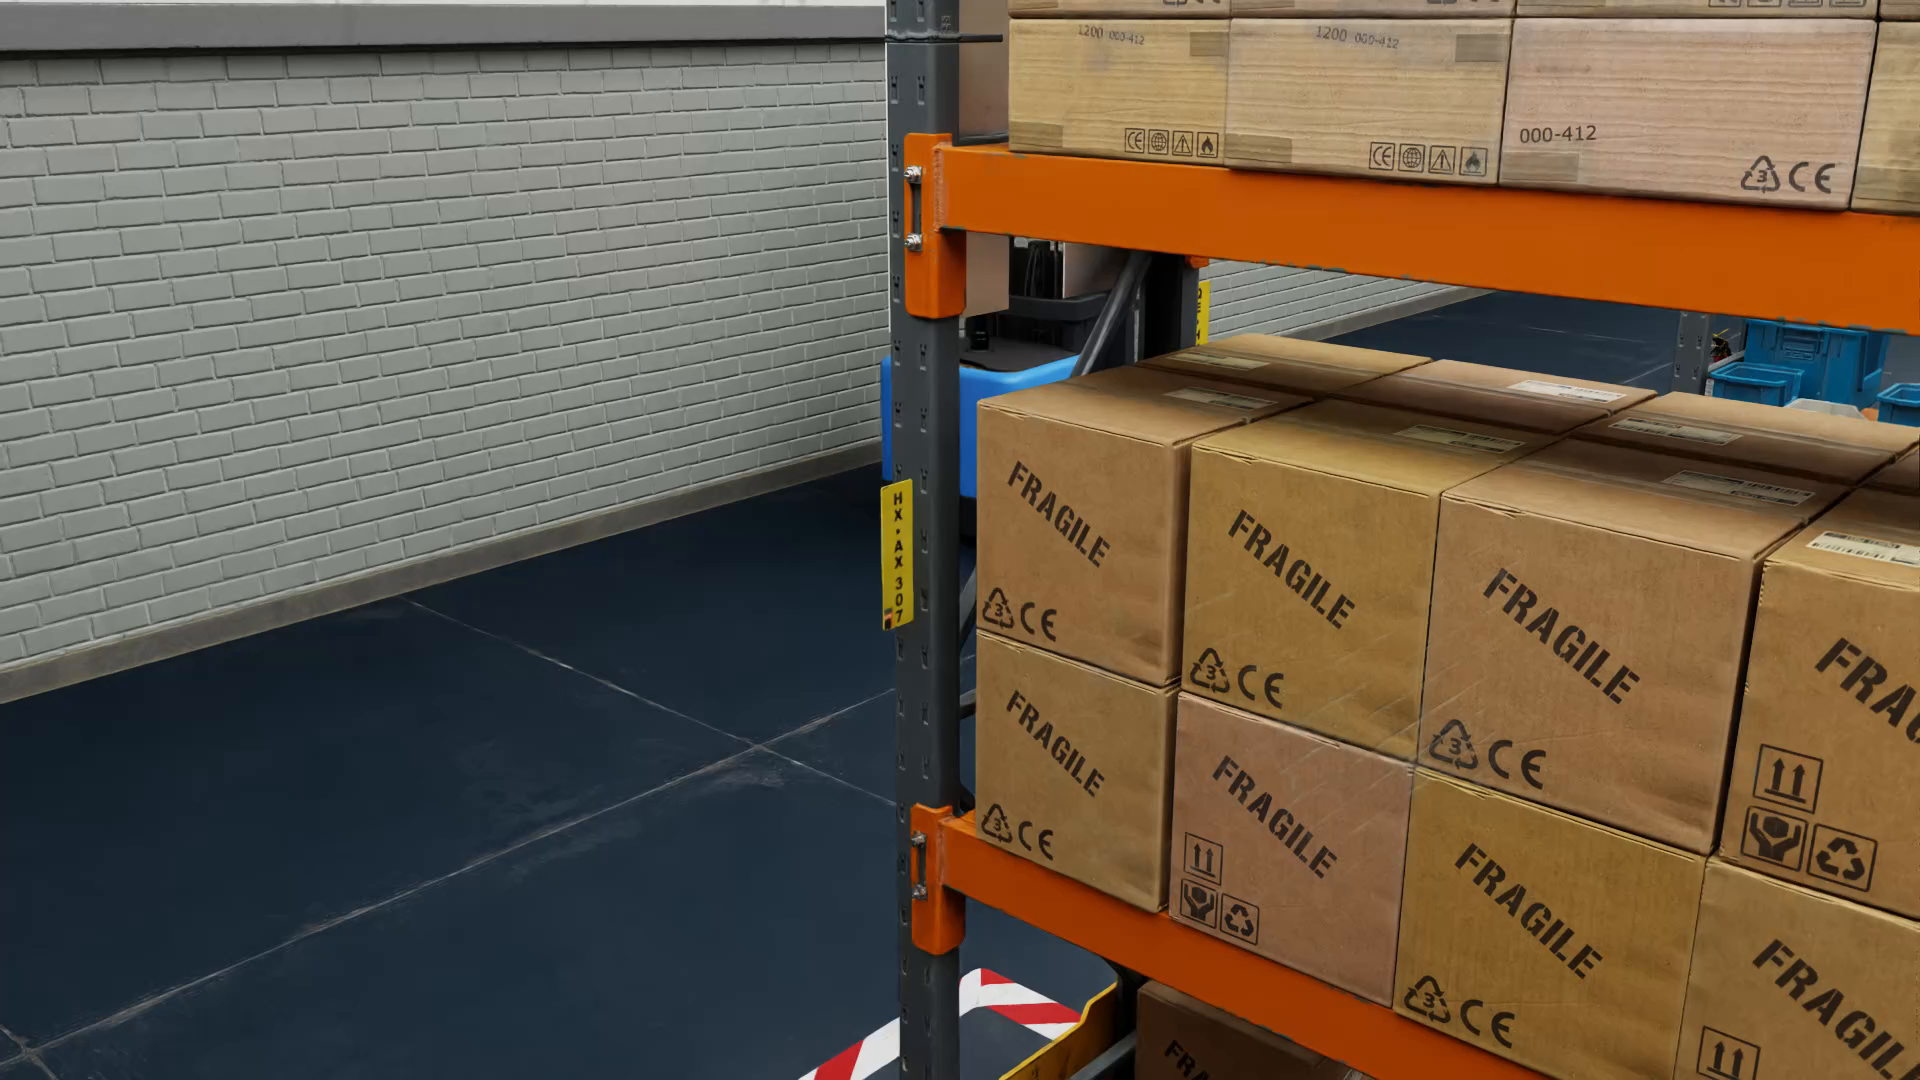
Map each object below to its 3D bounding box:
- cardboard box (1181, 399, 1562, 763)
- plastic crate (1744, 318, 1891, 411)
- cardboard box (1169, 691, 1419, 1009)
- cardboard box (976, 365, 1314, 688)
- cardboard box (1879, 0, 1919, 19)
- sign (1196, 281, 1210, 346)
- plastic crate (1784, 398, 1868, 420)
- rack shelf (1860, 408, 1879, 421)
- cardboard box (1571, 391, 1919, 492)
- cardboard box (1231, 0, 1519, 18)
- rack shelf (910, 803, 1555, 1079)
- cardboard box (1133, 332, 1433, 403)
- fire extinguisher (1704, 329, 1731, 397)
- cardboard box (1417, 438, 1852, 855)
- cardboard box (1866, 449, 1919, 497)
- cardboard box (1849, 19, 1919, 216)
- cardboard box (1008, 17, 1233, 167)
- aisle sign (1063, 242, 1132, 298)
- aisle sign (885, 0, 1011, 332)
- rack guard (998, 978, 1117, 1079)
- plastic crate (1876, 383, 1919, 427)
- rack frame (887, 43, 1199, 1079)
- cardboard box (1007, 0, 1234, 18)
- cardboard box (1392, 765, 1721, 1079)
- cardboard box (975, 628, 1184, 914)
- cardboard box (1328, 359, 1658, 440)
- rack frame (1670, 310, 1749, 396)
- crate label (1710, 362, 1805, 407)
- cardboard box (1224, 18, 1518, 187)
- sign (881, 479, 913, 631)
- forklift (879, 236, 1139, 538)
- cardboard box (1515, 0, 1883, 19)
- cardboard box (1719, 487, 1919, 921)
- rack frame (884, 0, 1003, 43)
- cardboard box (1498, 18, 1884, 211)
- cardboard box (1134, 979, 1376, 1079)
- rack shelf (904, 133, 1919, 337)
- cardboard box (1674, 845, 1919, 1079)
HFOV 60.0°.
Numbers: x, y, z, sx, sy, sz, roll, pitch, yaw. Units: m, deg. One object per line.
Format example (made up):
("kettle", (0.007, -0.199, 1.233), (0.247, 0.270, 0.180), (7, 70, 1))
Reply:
("cardboard box", (0.779, 0.050, 3.176), (0.500, 0.500, 0.500), (15, 23, 40))
("plastic crate", (3.891, -0.818, 7.572), (0.499, 0.435, 0.616), (15, 23, 39))
("cardboard box", (0.773, 0.526, 3.330), (0.500, 0.500, 0.500), (15, 23, 39))
("cardboard box", (0.383, -0.053, 3.501), (0.500, 0.500, 0.500), (16, 24, 41))
("cardboard box", (1.557, -0.810, 2.167), (0.500, 0.250, 0.500), (15, 23, 39))
("sign", (0.610, -0.501, 4.296), (0.005, 0.325, 0.100), (15, 23, 39))
("plastic crate", (3.668, -0.493, 7.043), (0.298, 0.136, 0.250), (15, 23, 39))
("rack shelf", (5.013, -0.053, 6.509), (4.000, 0.370, 1.077), (15, 23, 39))
("cardboard box", (1.511, 0.030, 3.241), (0.500, 0.500, 0.500), (16, 24, 41))
("cardboard box", (0.807, -1.010, 2.797), (0.500, 0.250, 0.500), (15, 23, 39))
("rack shelf", (1.722, 1.067, 2.980), (4.000, 0.370, 1.077), (15, 23, 39))
("cardboard box", (0.742, -0.174, 3.884), (0.500, 0.500, 0.500), (15, 23, 39))
("fire extinguisher", (3.706, -0.716, 8.153), (0.183, 0.674, 0.296), (15, 23, 39))
("cardboard box", (1.150, 0.152, 2.856), (0.500, 0.500, 0.500), (15, 23, 40))
("cardboard box", (1.895, 0.133, 2.916), (0.500, 0.500, 0.500), (16, 24, 41))
("cardboard box", (1.560, -0.573, 2.246), (0.500, 0.250, 0.500), (15, 23, 39))
("cardboard box", (0.442, -0.875, 3.199), (0.500, 0.250, 0.500), (15, 23, 39))
("aisle sign", (0.379, -0.999, 4.004), (0.004, 0.787, 0.394), (15, 23, 39))
("aisle sign", (-0.020, -0.864, 3.577), (0.004, 0.787, 0.394), (15, 23, 39))
("rack guard", (0.283, 1.529, 4.466), (0.348, 0.500, 1.175), (15, 23, 39))
("plastic crate", (3.976, -0.490, 6.874), (0.300, 0.233, 0.416), (15, 23, 39))
("rack frame", (0.226, 0.323, 4.136), (0.127, 3.000, 1.000), (15, 23, 39))
("cardboard box", (0.438, -1.112, 3.119), (0.500, 0.250, 0.500), (15, 23, 39))
("cardboard box", (1.146, 0.628, 3.010), (0.500, 0.500, 0.500), (15, 23, 39))
("cardboard box", (0.383, 0.424, 3.652), (0.500, 0.500, 0.500), (16, 23, 40))
("cardboard box", (1.120, -0.073, 3.565), (0.500, 0.500, 0.500), (16, 24, 41))
("rack frame", (3.517, -0.797, 7.665), (0.127, 3.000, 1.000), (15, 23, 39))
("crate label", (3.483, -0.622, 7.290), (0.303, 0.233, 0.416), (15, 23, 39))
("cardboard box", (0.807, -0.772, 2.873), (0.500, 0.250, 0.500), (15, 23, 39))
("sign", (-0.134, 0.033, 3.618), (0.005, 0.325, 0.100), (15, 23, 39))
("forklift", (0.780, -1.757, 10.803), (1.130, 2.935, 3.031), (13, 22, 34))
("cardboard box", (1.185, -0.911, 2.486), (0.500, 0.250, 0.500), (15, 23, 39))
("cardboard box", (1.531, 0.254, 2.535), (0.500, 0.500, 0.500), (15, 23, 39))
("rack frame", (0.226, -2.537, 3.229), (0.127, 3.000, 1.000), (15, 23, 39))
("cardboard box", (1.182, -0.672, 2.558), (0.500, 0.250, 0.500), (15, 23, 39))
("cardboard box", (0.796, 1.358, 4.279), (0.500, 0.500, 0.500), (15, 23, 39))
("rack shelf", (1.722, -0.363, 2.526), (4.000, 0.370, 1.077), (15, 23, 39))
("cardboard box", (1.519, 0.728, 2.693), (0.500, 0.500, 0.500), (15, 23, 40))
